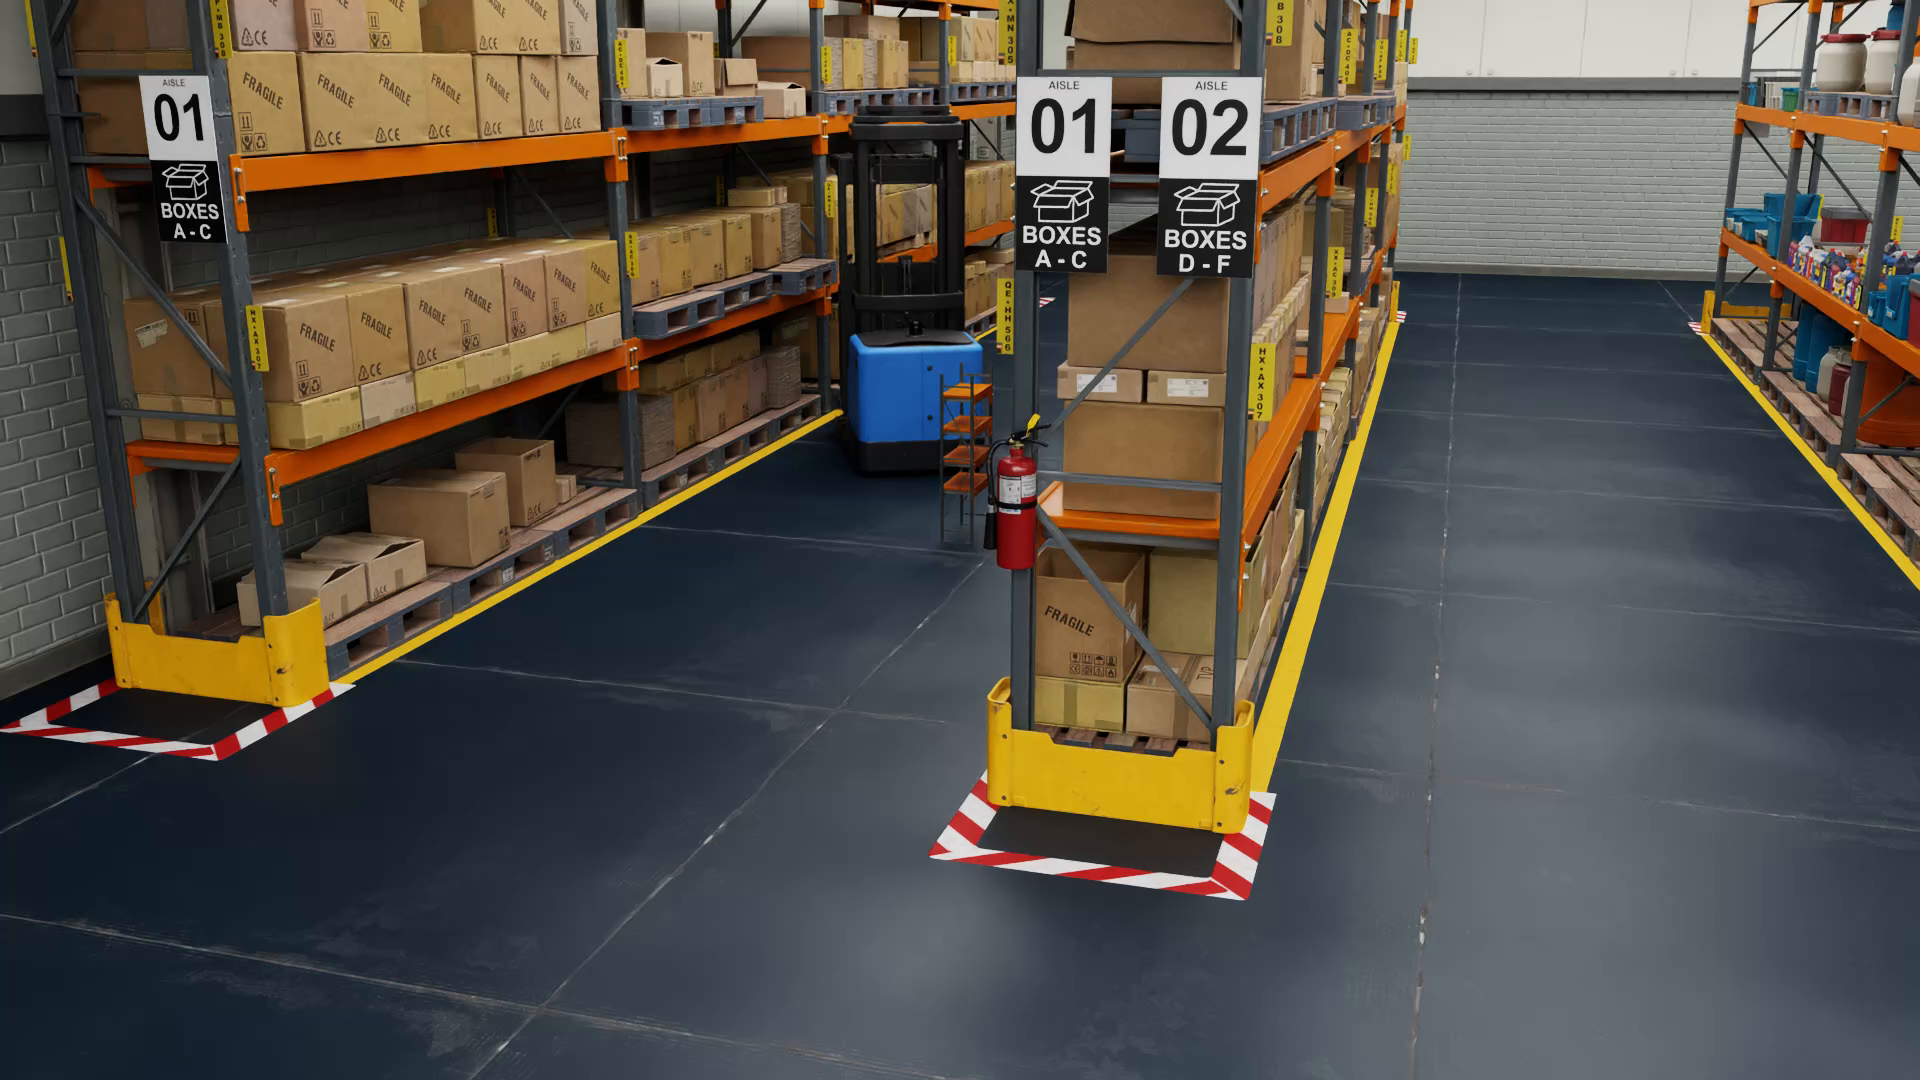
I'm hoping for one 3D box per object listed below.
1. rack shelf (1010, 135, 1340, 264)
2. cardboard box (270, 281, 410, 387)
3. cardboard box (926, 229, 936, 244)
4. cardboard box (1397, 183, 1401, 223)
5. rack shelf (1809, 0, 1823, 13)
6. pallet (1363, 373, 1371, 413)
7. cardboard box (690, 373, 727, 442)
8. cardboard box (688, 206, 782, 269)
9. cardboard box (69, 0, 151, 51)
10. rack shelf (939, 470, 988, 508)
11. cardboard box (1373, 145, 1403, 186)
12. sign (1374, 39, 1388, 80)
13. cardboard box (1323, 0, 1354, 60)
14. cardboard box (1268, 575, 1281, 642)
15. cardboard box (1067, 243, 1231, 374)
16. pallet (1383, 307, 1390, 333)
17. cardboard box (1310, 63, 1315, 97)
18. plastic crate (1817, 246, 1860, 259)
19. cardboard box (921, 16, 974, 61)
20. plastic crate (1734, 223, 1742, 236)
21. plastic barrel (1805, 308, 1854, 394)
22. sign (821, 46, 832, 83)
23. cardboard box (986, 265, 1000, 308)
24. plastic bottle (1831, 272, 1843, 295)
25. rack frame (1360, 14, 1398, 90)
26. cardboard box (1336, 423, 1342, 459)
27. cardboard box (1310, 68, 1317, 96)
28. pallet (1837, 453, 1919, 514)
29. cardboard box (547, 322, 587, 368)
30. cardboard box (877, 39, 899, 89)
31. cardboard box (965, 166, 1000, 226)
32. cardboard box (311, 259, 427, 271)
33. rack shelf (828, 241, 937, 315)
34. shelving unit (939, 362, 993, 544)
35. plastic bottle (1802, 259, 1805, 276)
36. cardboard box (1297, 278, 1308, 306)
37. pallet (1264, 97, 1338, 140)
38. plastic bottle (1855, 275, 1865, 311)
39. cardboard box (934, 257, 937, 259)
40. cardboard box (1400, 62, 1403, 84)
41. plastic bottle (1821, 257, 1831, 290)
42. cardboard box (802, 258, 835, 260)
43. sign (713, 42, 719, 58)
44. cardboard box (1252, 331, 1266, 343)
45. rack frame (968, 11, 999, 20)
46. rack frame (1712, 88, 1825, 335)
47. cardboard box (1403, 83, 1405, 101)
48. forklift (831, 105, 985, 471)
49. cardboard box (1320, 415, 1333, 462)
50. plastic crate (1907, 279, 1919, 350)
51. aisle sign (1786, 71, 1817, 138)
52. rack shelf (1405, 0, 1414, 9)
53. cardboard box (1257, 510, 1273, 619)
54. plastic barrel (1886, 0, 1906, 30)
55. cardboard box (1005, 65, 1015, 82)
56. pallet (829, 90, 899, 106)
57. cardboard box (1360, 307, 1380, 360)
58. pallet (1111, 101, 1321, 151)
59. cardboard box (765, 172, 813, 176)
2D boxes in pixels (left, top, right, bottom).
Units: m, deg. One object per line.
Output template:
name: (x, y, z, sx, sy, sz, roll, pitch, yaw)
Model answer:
rack shelf: (1.293, -1.867, 8.737, 1.077, 0.370, 4.000, 5, 16, 16)
cardboard box: (-3.452, -1.159, 9.281, 0.500, 0.500, 0.500, 5, 16, 16)
cardboard box: (-0.490, -3.480, 19.026, 0.380, 0.149, 0.250, 5, 17, 17)
cardboard box: (5.405, -4.343, 21.461, 0.500, 0.500, 0.500, 5, 17, 18)
rack shelf: (8.314, -4.826, 14.404, 1.077, 0.370, 4.000, 5, 16, 16)
pallet: (3.595, -1.509, 16.763, 1.003, 0.211, 1.213, 5, 16, 16)
cardboard box: (-2.414, -1.149, 14.158, 0.700, 0.500, 0.500, 5, 17, 17)
cardboard box: (-2.010, -2.711, 14.901, 0.700, 0.500, 0.500, 3, 16, 11)
cardboard box: (-4.154, -2.745, 8.462, 0.500, 0.500, 0.500, 5, 17, 18)
rack shelf: (0.047, -0.365, 11.891, 0.258, 0.148, 0.480, 5, 16, 16)
cardboard box: (5.266, -4.692, 20.860, 0.500, 0.500, 0.500, 5, 17, 17)
sign: (3.528, -4.025, 13.933, 0.100, 0.325, 0.005, 5, 16, 16)
cardboard box: (3.128, -4.426, 14.424, 0.500, 0.500, 0.500, 5, 16, 16)
cardboard box: (1.518, 0.358, 9.338, 0.500, 0.250, 0.500, 5, 16, 16)
cardboard box: (0.884, -1.054, 7.489, 0.700, 0.500, 0.500, 5, 16, 16)
pallet: (5.024, -2.863, 21.537, 1.003, 0.211, 1.213, 5, 16, 16)
cardboard box: (2.045, -3.027, 11.013, 0.500, 0.250, 0.500, 6, 17, 22)
plastic crate: (9.152, -3.014, 17.332, 0.396, 0.136, 0.243, 5, 16, 16)
cardboard box: (-0.145, -5.916, 19.642, 0.500, 0.500, 0.500, 4, 16, 15)
plastic crate: (9.270, -3.656, 19.595, 0.250, 0.136, 0.298, 5, 16, 16)
plastic barrel: (8.510, -1.868, 15.993, 0.600, 0.901, 0.708, 5, 16, 16)
sign: (-1.233, -4.372, 15.303, 0.100, 0.325, 0.005, 5, 16, 16)
cardboard box: (0.133, -3.362, 21.998, 0.700, 0.500, 0.500, 4, 16, 14)
plastic bottle: (7.761, -2.266, 14.685, 0.097, 0.201, 0.097, 0, 16, 0)
rack frame: (4.134, -6.273, 17.454, 1.000, 3.000, 0.127, 5, 16, 16)
cardboard box: (2.793, -0.796, 13.409, 0.500, 0.250, 0.500, 5, 17, 17)
cardboard box: (1.780, -2.548, 9.254, 0.380, 0.149, 0.250, 5, 16, 16)
pallet: (7.488, -0.414, 12.902, 1.003, 0.211, 1.213, 5, 16, 16)
cardboard box: (-2.883, -1.337, 11.285, 0.500, 0.250, 0.500, 5, 17, 16)
cardboard box: (-1.068, -5.100, 17.827, 0.700, 0.500, 0.500, 4, 16, 15)
cardboard box: (-0.036, -4.436, 21.424, 0.980, 0.700, 0.700, 4, 16, 13)
cardboard box: (-3.658, -1.467, 10.367, 0.500, 0.500, 0.500, 5, 17, 17)
rack shelf: (-1.184, -2.900, 17.876, 1.077, 0.370, 4.000, 5, 16, 16)
shelving unit: (0.047, -0.621, 11.818, 0.258, 1.200, 0.503, 5, 16, 16)
plastic bottle: (8.167, -2.639, 16.002, 0.097, 0.201, 0.097, 0, 16, 0)
cardboard box: (1.989, -1.566, 10.482, 0.380, 0.149, 0.250, 5, 16, 16)
pallet: (1.643, -2.469, 9.702, 1.003, 0.211, 1.213, 5, 16, 16)
plastic bottle: (7.452, -2.038, 13.731, 0.061, 0.283, 0.133, 5, 16, 16)
cardboard box: (-0.170, -3.587, 21.602, 0.380, 0.149, 0.250, 4, 16, 15)
cardboard box: (4.946, -5.498, 19.577, 0.500, 0.250, 0.500, 5, 16, 16)
plastic bottle: (7.867, -2.420, 15.078, 0.061, 0.283, 0.133, 5, 16, 16)
cardboard box: (-1.437, -2.680, 16.205, 0.380, 0.149, 0.250, 4, 16, 15)
sign: (-2.283, -4.498, 15.602, 0.100, 0.325, 0.005, 5, 16, 16)
cardboard box: (1.334, -0.963, 8.357, 0.380, 0.149, 0.250, 4, 16, 14)
rack frame: (0.521, -7.702, 22.494, 1.000, 3.000, 0.127, 5, 16, 16)
rack frame: (10.019, -4.048, 20.604, 1.000, 3.000, 0.127, 5, 16, 16)
cardboard box: (5.225, -5.519, 20.569, 0.500, 0.250, 0.500, 5, 16, 16)
forklift: (-0.540, -2.325, 14.656, 1.130, 2.935, 3.031, -3, 16, -9)
cardboard box: (2.511, -0.797, 12.386, 0.500, 0.311, 0.500, 4, 16, 14)
plastic crate: (6.993, -1.587, 11.809, 0.402, 0.464, 0.583, 5, 16, 16)
aisle sign: (10.321, -5.295, 20.236, 0.394, 0.787, 0.004, 5, 16, 16)
rack shelf: (4.703, -6.448, 19.397, 1.077, 0.370, 4.000, 5, 16, 16)
cardboard box: (1.360, 0.127, 8.779, 0.500, 0.500, 0.500, 5, 16, 16)
plastic barrel: (8.544, -4.429, 14.763, 0.600, 0.901, 0.708, 5, 16, 16)
cardboard box: (0.420, -6.089, 21.624, 0.500, 0.250, 0.500, 4, 16, 14)
pallet: (-1.306, -4.541, 17.191, 1.003, 0.211, 1.213, 5, 17, 18)
cardboard box: (4.269, -2.244, 18.020, 0.500, 0.500, 0.500, 5, 16, 16)
pallet: (1.295, -2.151, 8.580, 1.003, 0.211, 1.213, 5, 16, 16)
cardboard box: (-1.722, -3.559, 16.740, 0.500, 0.250, 0.500, 4, 16, 14)
